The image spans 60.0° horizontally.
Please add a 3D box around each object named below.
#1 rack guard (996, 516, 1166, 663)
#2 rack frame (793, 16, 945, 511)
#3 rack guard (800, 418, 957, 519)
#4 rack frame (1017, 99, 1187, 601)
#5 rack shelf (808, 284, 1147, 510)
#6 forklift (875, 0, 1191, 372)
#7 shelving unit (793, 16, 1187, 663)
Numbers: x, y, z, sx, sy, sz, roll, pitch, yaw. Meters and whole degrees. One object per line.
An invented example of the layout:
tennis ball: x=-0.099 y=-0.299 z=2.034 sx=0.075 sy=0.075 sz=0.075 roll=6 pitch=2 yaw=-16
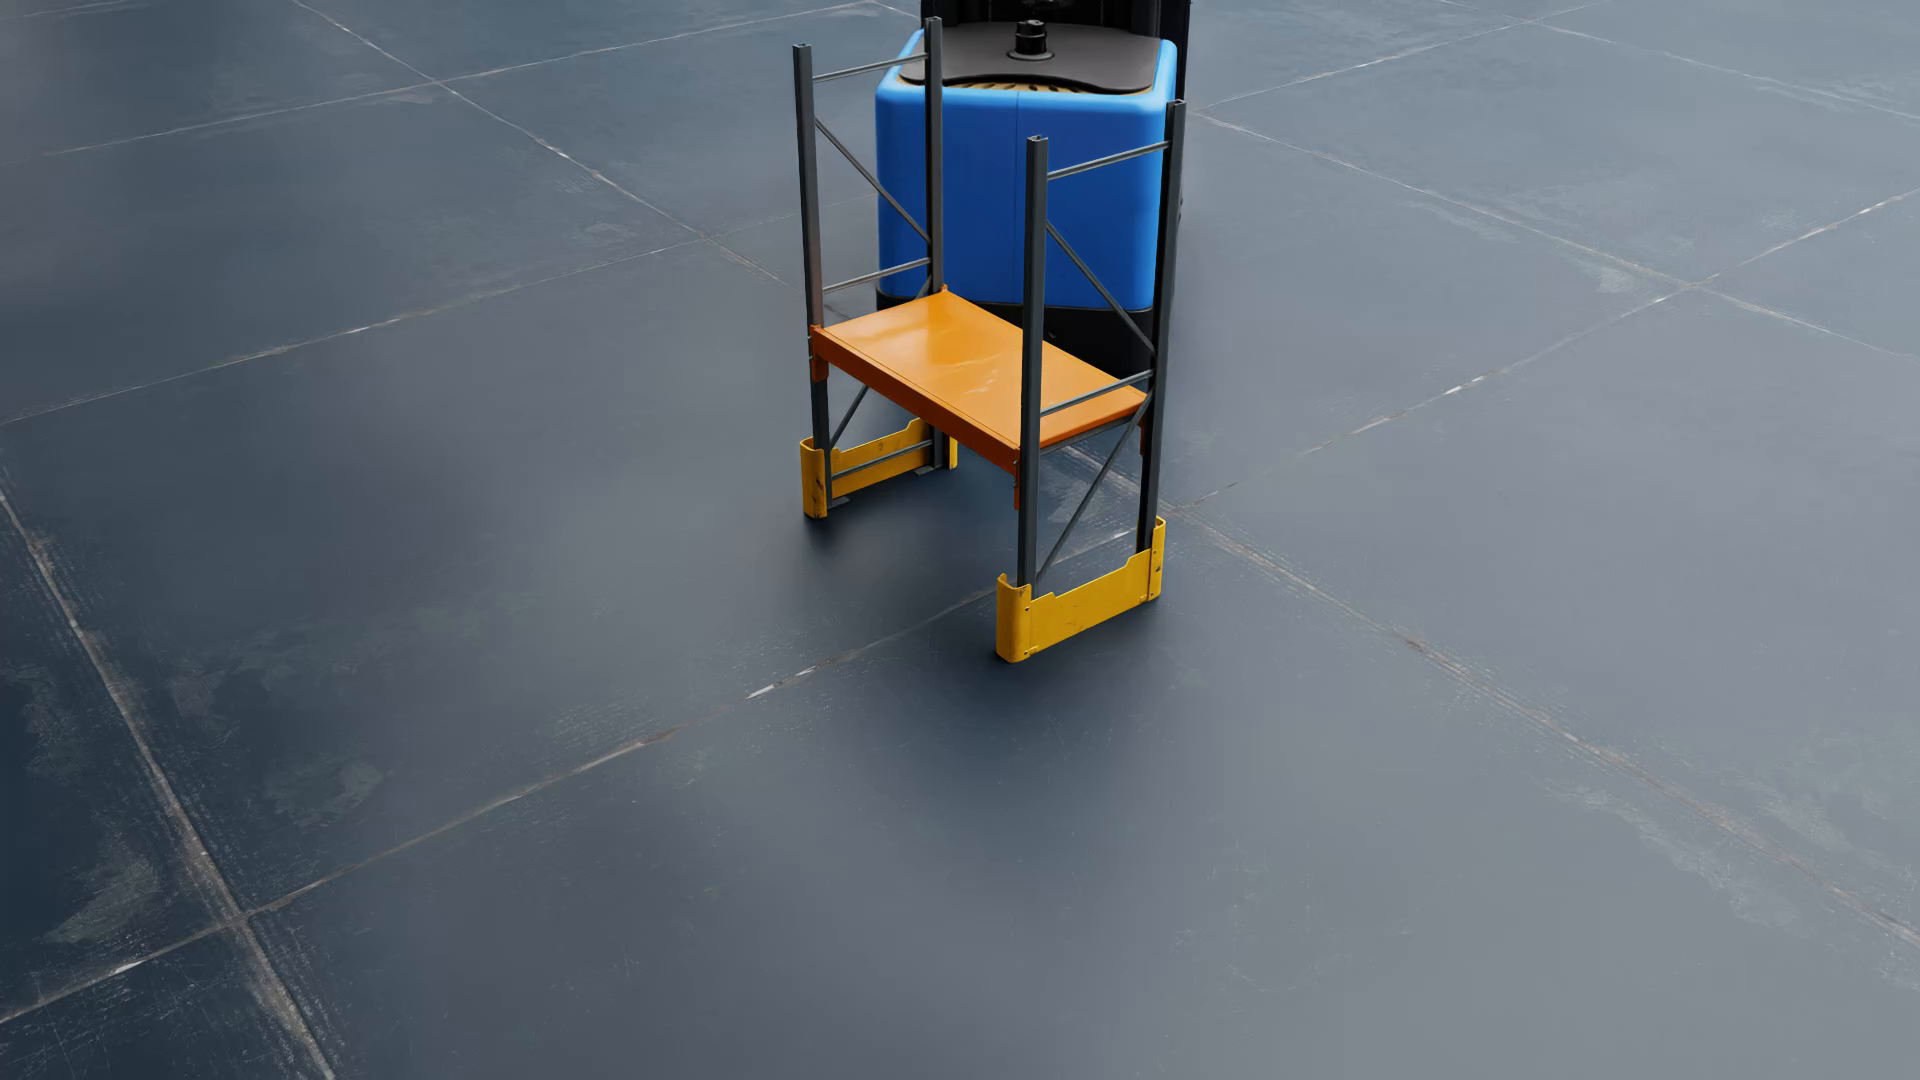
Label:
rack guard: x=0.352 y=0.133 z=4.799 sx=0.587 sy=0.250 sz=0.087 roll=-22 pitch=38 yaw=-31
rack frame: x=-0.259 y=-0.813 z=5.138 sx=0.500 sy=1.500 sz=0.032 roll=-22 pitch=38 yaw=-31
rack guard: x=-0.259 y=-0.282 z=5.467 sx=0.587 sy=0.250 sz=0.087 roll=-22 pitch=38 yaw=-31
rack frame: x=0.364 y=-0.390 z=4.456 sx=0.500 sy=1.500 sz=0.032 roll=-22 pitch=38 yaw=-31
rack shelf: x=0.052 y=-0.449 z=4.892 sx=0.538 sy=0.185 sz=1.000 roll=-22 pitch=38 yaw=-31
forklift: x=0.420 y=-2.624 z=6.697 sx=1.130 sy=2.935 sz=3.031 roll=5 pitch=32 yaw=7
shelving unit: x=0.047 y=-0.605 z=4.803 sx=0.587 sy=1.500 sz=1.083 roll=-22 pitch=38 yaw=-31
